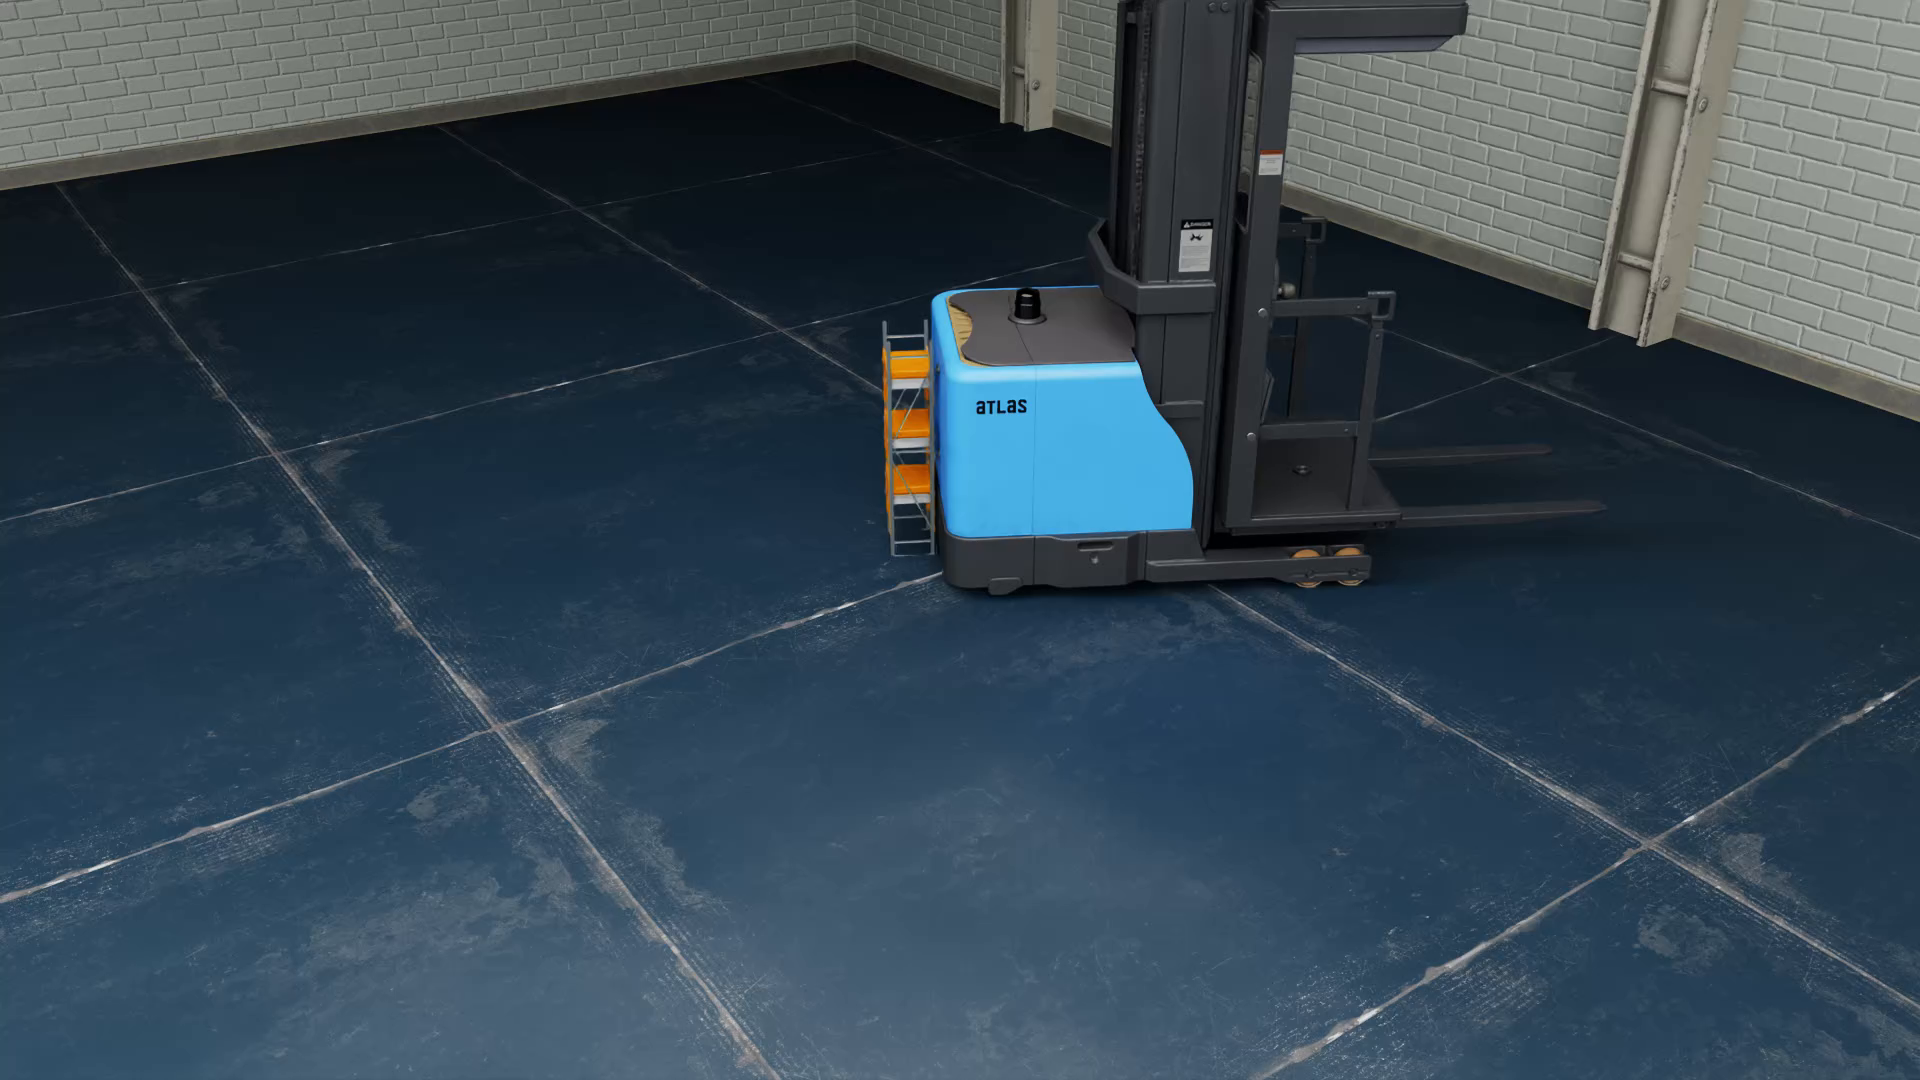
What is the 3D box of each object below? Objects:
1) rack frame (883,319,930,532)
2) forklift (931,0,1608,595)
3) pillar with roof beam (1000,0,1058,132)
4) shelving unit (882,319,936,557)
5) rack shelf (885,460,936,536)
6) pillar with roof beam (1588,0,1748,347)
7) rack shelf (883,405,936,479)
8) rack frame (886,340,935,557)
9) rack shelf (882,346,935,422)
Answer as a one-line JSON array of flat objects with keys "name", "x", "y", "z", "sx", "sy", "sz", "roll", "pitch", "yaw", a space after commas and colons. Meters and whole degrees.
[{"name": "rack frame", "x": -0.241, "y": -0.506, "z": 7.581, "sx": 0.200, "sy": 1.050, "sz": 0.008, "roll": -3, "pitch": 29, "yaw": -5}, {"name": "forklift", "x": 1.404, "y": -1.326, "z": 7.120, "sx": 3.031, "sy": 2.935, "sz": 1.130, "roll": -3, "pitch": 29, "yaw": -5}, {"name": "pillar with roof beam", "x": -2.925, "y": -6.357, "z": 10.026, "sx": 9.100, "sy": 9.000, "sz": 0.400, "roll": -19, "pitch": 34, "yaw": -31}, {"name": "shelving unit", "x": -0.228, "y": -0.448, "z": 7.474, "sx": 0.215, "sy": 1.050, "sz": 0.252, "roll": -3, "pitch": 29, "yaw": -5}, {"name": "rack shelf", "x": -0.228, "y": -0.194, "z": 7.612, "sx": 0.215, "sy": 0.259, "sz": 0.240, "roll": -3, "pitch": 29, "yaw": -5}, {"name": "pillar with roof beam", "x": 0.556, "y": -4.024, "z": 5.731, "sx": 9.100, "sy": 9.000, "sz": 0.400, "roll": -19, "pitch": 34, "yaw": -31}, {"name": "rack shelf", "x": -0.228, "y": -0.438, "z": 7.480, "sx": 0.215, "sy": 0.259, "sz": 0.240, "roll": -3, "pitch": 29, "yaw": -5}, {"name": "rack frame", "x": -0.215, "y": -0.390, "z": 7.368, "sx": 0.200, "sy": 1.050, "sz": 0.008, "roll": -3, "pitch": 29, "yaw": -5}, {"name": "rack shelf", "x": -0.228, "y": -0.688, "z": 7.344, "sx": 0.215, "sy": 0.259, "sz": 0.240, "roll": -3, "pitch": 29, "yaw": -5}]
